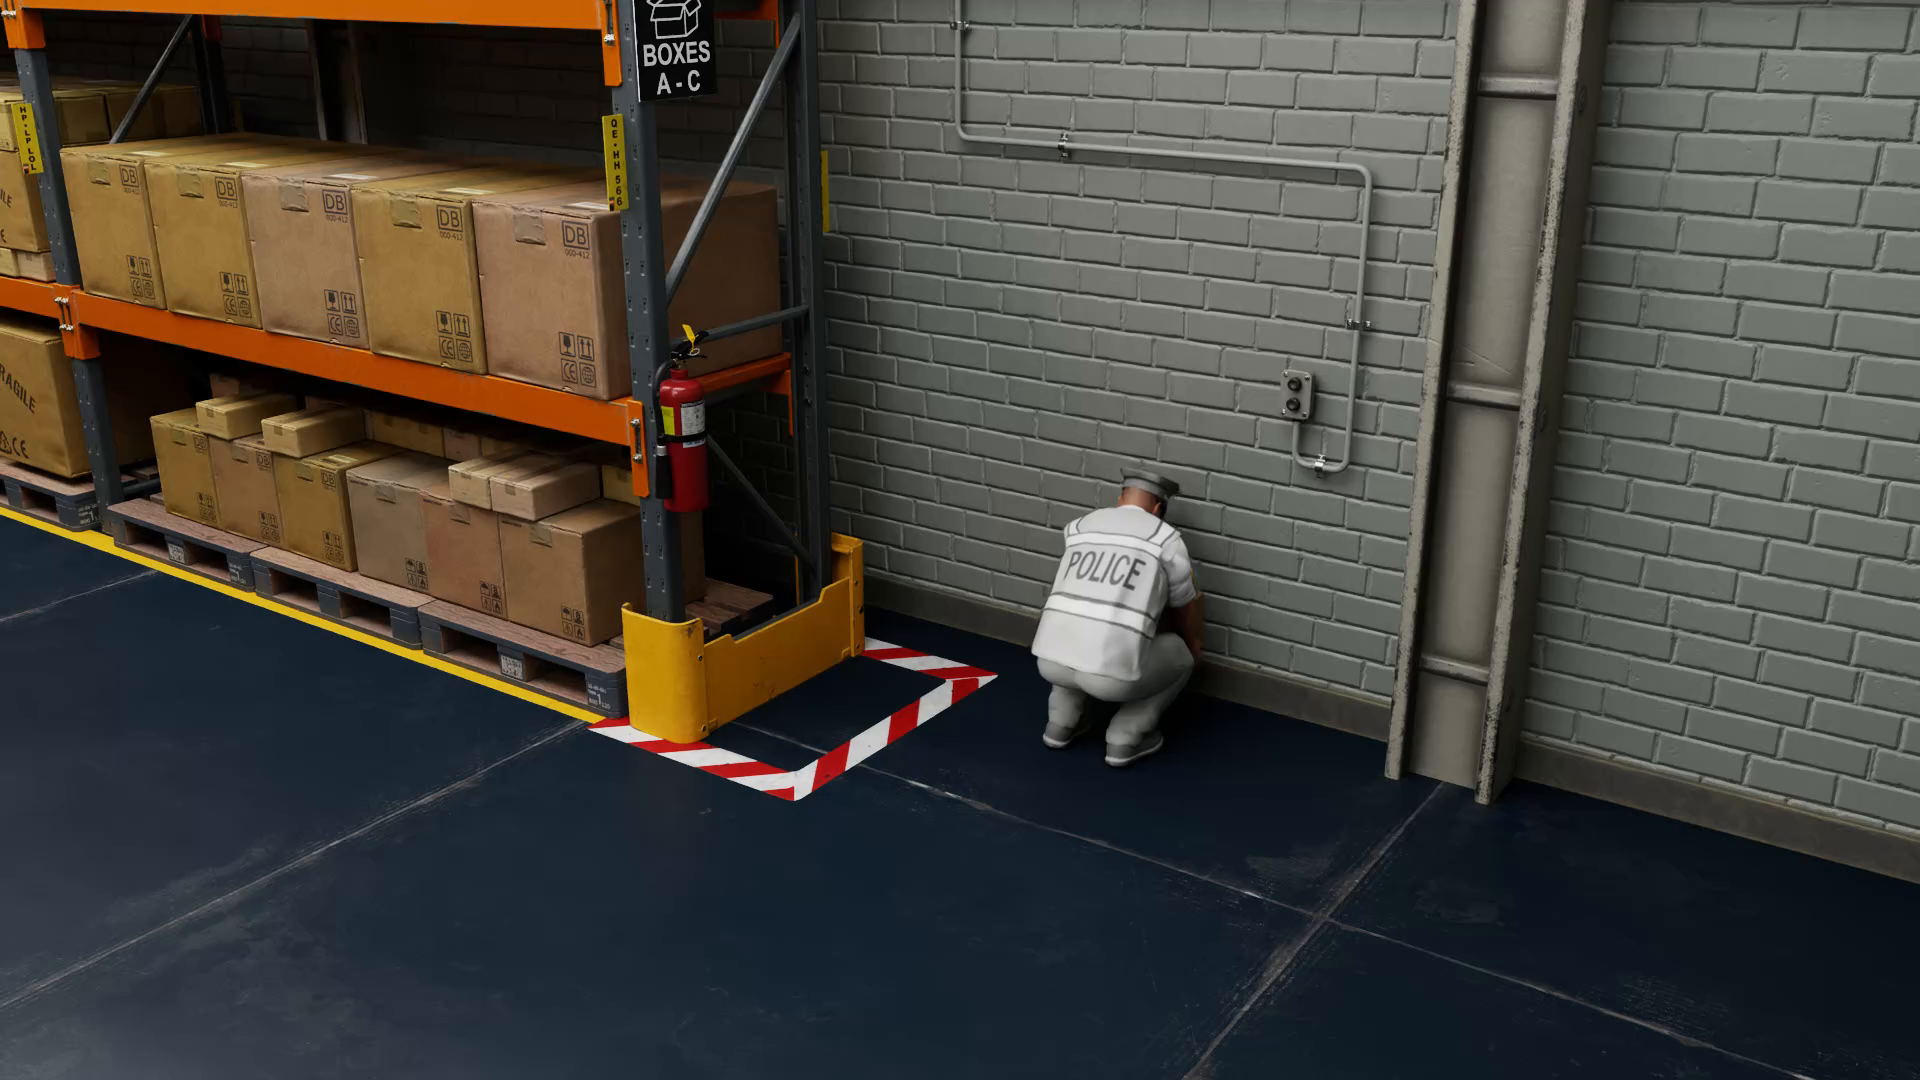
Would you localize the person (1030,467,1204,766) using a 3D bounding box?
[{"bbox_3d":[0.620,0.277,6.397,0.545,1.021,0.912,13,23,31],"label":"person"}]
